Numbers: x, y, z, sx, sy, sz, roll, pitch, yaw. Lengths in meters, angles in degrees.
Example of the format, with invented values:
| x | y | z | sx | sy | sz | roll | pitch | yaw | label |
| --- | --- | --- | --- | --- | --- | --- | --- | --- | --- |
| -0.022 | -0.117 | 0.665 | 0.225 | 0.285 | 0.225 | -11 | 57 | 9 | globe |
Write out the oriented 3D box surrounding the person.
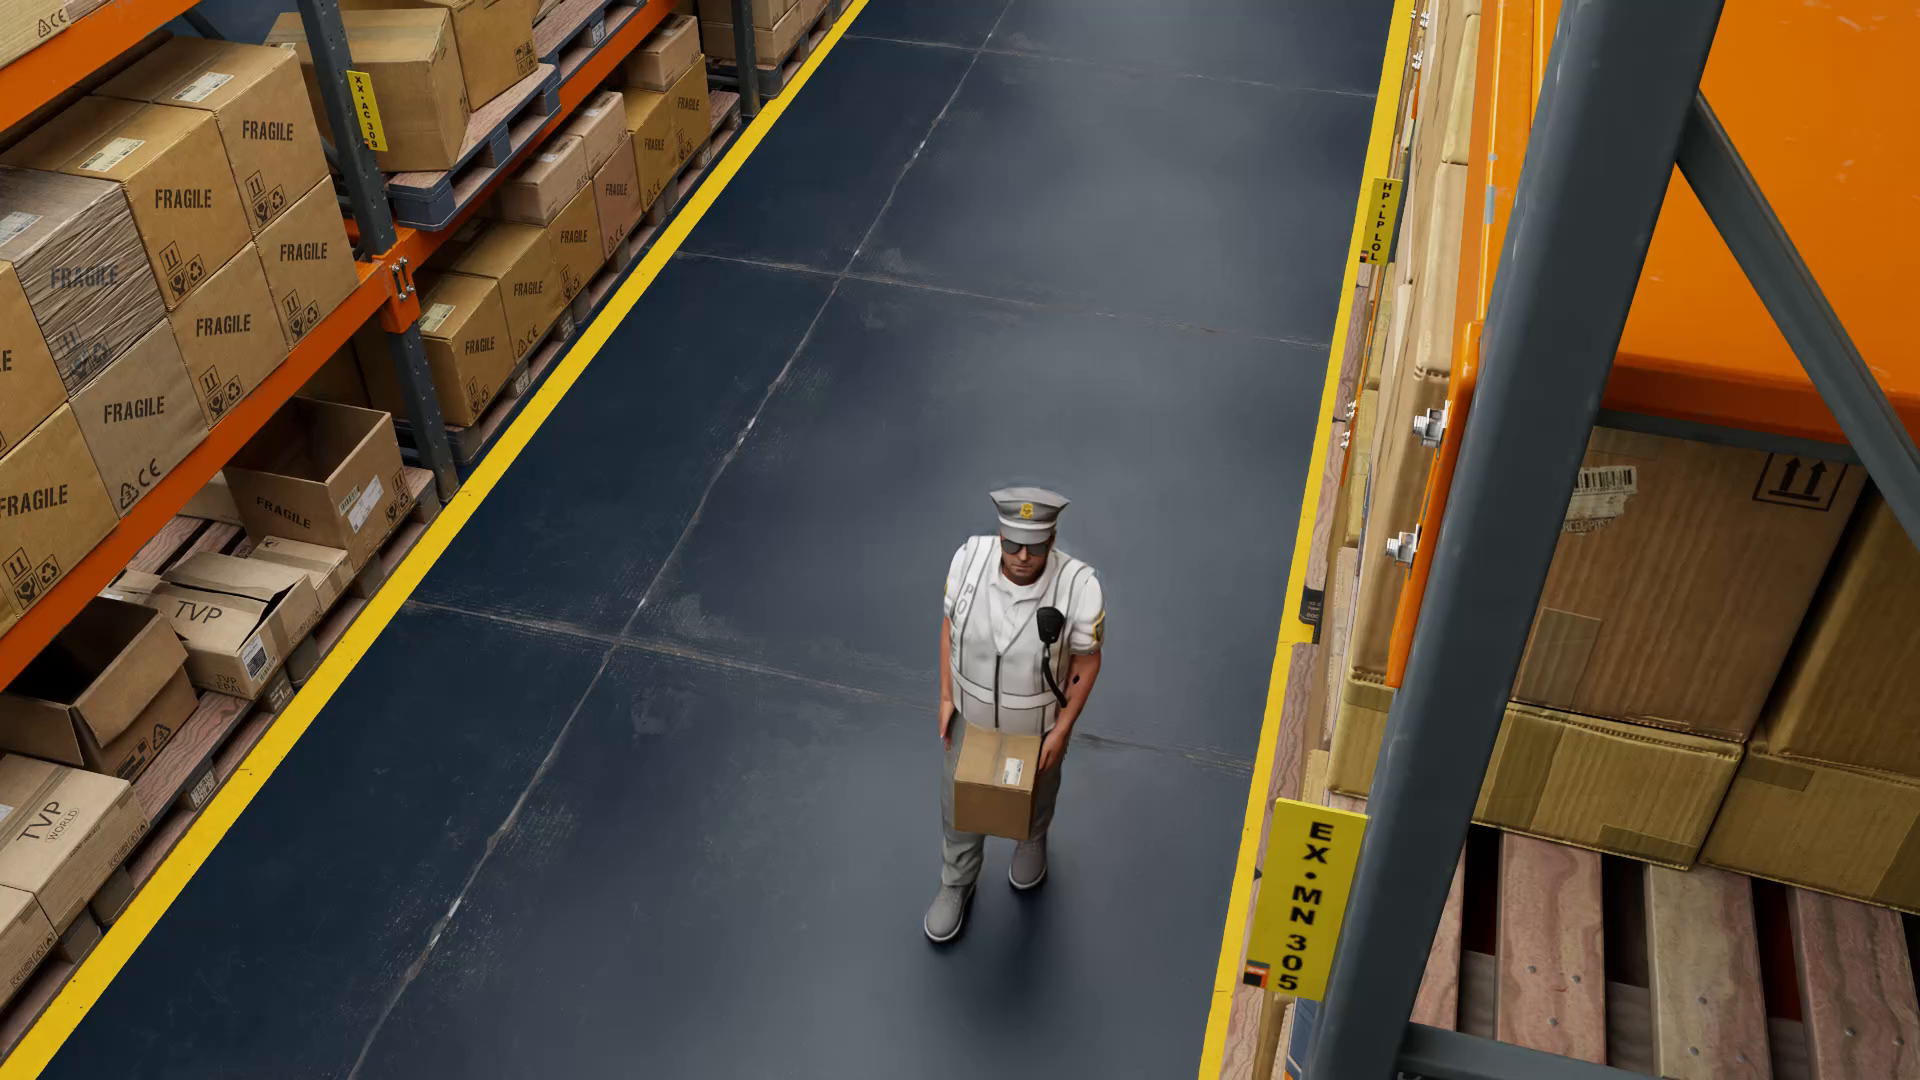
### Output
| x | y | z | sx | sy | sz | roll | pitch | yaw | label |
| --- | --- | --- | --- | --- | --- | --- | --- | --- | --- |
| 0.169 | 0.582 | 5.437 | 0.536 | 1.777 | 0.634 | 10 | 42 | 11 | person |
